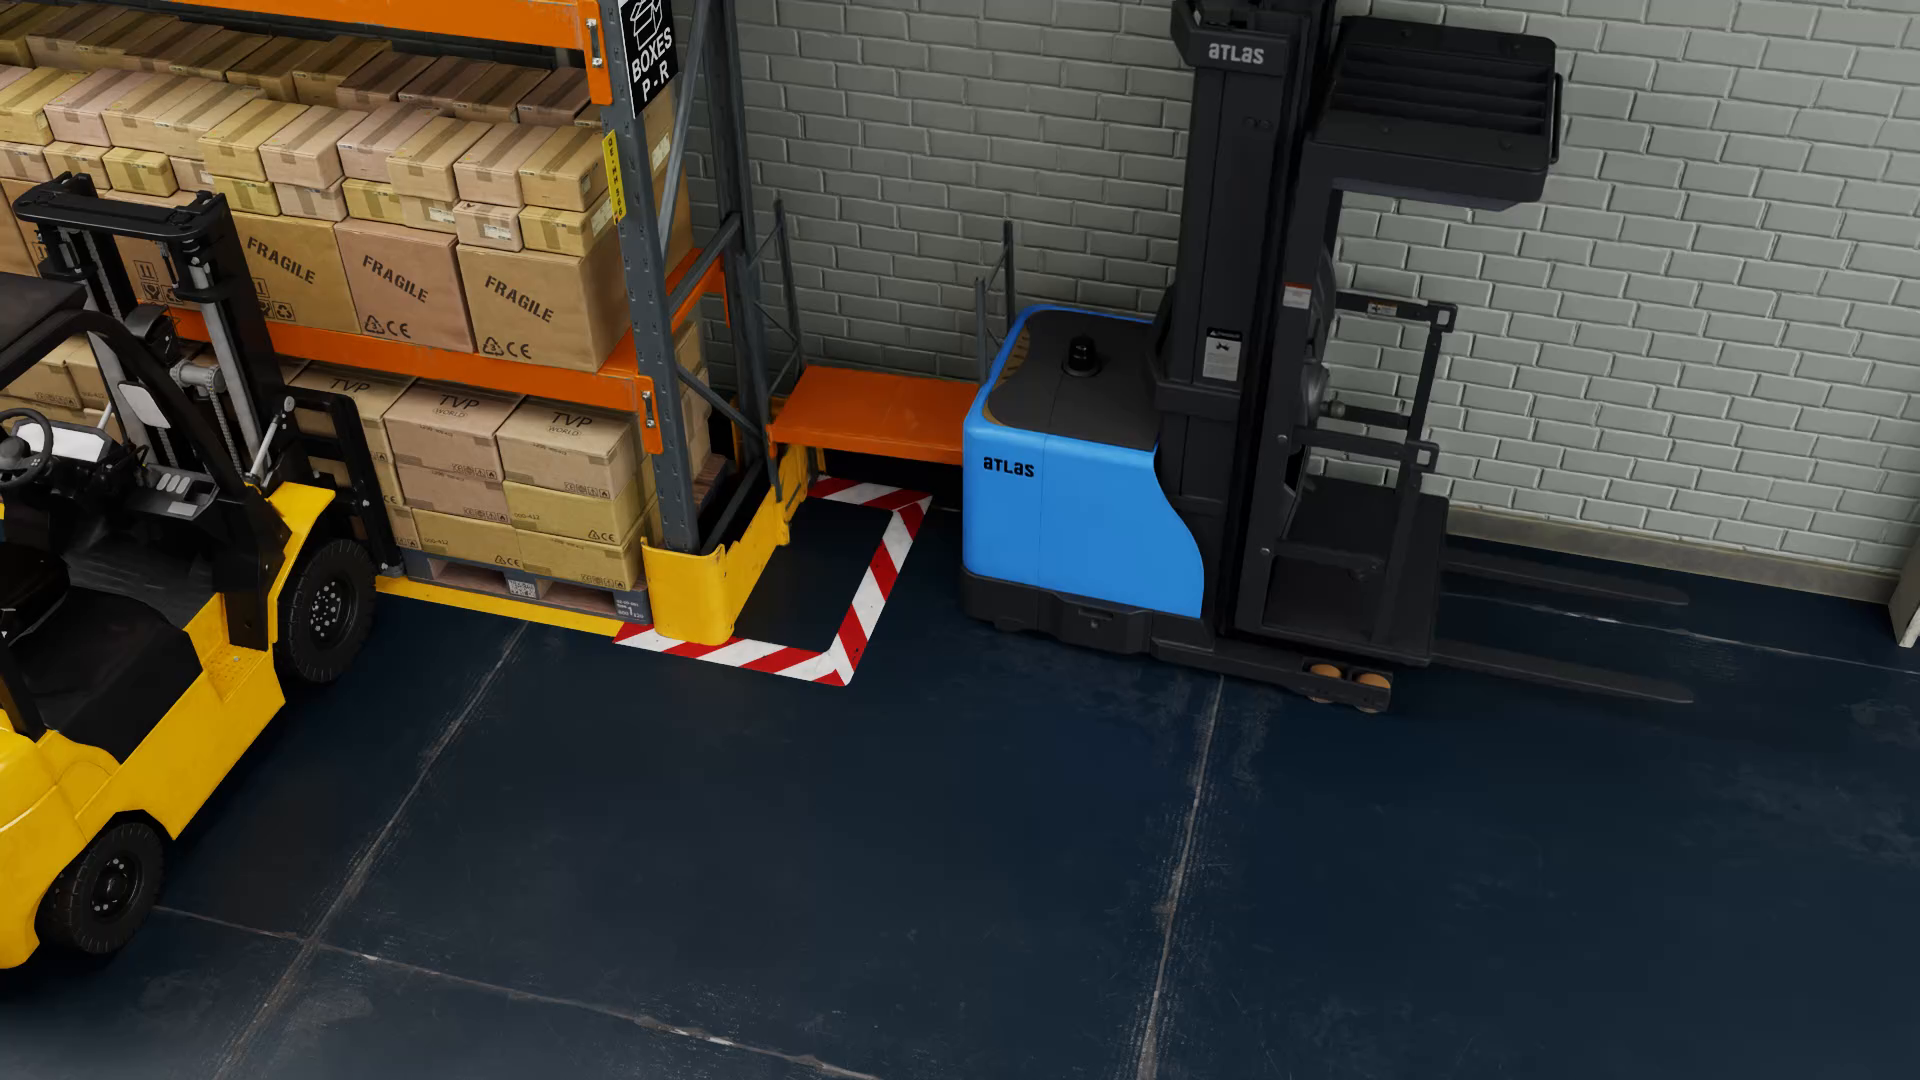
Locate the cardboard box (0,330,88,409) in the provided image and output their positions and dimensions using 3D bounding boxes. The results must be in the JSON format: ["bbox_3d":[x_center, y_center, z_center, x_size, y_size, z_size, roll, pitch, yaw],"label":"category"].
[{"bbox_3d":[-4.047,-0.865,7.482,0.500,0.250,0.500,10,41,11],"label":"cardboard box"}]

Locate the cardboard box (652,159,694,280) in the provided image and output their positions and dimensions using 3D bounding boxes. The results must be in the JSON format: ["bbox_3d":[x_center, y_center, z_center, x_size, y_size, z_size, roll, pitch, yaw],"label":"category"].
[{"bbox_3d":[-1.467,-1.369,6.970,0.500,0.500,0.500,11,41,13],"label":"cardboard box"}]

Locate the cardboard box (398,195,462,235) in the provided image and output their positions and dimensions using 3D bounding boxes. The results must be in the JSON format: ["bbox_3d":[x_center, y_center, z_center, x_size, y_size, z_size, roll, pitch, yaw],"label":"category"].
[{"bbox_3d":[-1.957,-1.351,6.445,0.250,0.149,0.380,10,41,12],"label":"cardboard box"}]

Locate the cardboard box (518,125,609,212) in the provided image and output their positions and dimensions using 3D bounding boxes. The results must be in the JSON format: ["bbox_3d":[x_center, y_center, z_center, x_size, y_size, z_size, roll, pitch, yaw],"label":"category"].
[{"bbox_3d":[-1.461,-1.405,6.277,0.250,0.149,0.380,10,41,12],"label":"cardboard box"}]

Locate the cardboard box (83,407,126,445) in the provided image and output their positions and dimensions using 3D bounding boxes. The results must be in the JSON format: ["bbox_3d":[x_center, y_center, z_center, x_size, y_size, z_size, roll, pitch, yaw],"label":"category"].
[{"bbox_3d":[-3.567,-0.595,7.549,0.500,0.250,0.500,9,41,11],"label":"cardboard box"}]

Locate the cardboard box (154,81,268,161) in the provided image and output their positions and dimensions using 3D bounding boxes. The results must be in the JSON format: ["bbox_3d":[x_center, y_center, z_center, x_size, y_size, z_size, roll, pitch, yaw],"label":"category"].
[{"bbox_3d":[-2.944,-1.656,6.577,0.250,0.149,0.380,10,41,12],"label":"cardboard box"}]

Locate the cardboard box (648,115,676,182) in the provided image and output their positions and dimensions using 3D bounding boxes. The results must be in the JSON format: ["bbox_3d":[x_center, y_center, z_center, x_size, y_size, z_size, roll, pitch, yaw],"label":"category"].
[{"bbox_3d":[-1.321,-1.580,6.717,0.250,0.149,0.380,9,41,10],"label":"cardboard box"}]

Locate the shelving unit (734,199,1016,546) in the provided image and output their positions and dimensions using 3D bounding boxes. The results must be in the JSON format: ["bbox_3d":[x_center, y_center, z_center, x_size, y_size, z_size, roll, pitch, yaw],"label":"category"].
[{"bbox_3d":[-0.323,-0.669,7.336,1.083,1.500,0.587,8,41,14],"label":"shelving unit"}]

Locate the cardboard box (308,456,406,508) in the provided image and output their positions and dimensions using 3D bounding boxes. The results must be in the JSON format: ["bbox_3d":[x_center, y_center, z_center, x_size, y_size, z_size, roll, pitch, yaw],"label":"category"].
[{"bbox_3d":[-2.597,-0.425,7.346,0.500,0.250,0.500,9,41,10],"label":"cardboard box"}]

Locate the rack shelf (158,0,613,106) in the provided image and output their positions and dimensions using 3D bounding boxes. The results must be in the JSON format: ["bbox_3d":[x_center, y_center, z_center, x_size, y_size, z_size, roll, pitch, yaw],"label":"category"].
[{"bbox_3d":[-2.992,-2.282,6.361,4.000,0.370,1.077,10,41,11],"label":"rack shelf"}]

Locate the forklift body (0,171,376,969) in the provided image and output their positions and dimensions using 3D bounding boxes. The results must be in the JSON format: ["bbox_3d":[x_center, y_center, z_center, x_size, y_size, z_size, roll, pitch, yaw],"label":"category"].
[{"bbox_3d":[-3.364,0.067,5.997,1.214,2.155,2.313,10,41,11],"label":"forklift body"}]

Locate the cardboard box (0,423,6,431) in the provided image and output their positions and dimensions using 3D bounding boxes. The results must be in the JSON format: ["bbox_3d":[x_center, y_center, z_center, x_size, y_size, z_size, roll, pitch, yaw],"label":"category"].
[{"bbox_3d":[-4.537,-0.768,7.755,0.500,0.250,0.500,10,41,11],"label":"cardboard box"}]

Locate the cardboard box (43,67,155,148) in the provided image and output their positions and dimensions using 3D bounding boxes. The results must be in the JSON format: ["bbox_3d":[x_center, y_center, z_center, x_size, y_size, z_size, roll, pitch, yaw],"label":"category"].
[{"bbox_3d":[-3.428,-1.739,6.675,0.250,0.149,0.380,10,41,11],"label":"cardboard box"}]

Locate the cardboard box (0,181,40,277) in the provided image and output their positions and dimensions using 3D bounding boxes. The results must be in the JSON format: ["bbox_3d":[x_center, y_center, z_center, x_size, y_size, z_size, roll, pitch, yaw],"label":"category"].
[{"bbox_3d":[-4.056,-1.467,7.086,0.500,0.500,0.500,10,41,12],"label":"cardboard box"}]

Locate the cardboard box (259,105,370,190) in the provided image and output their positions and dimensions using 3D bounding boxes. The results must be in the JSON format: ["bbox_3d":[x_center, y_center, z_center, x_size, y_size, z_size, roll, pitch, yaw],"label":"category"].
[{"bbox_3d":[-2.469,-1.515,6.409,0.250,0.149,0.380,11,41,13],"label":"cardboard box"}]

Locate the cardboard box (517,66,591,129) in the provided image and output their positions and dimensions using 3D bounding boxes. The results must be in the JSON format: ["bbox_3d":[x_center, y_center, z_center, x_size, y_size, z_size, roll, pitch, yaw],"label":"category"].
[{"bbox_3d":[-1.570,-1.748,6.686,0.250,0.149,0.380,11,41,13],"label":"cardboard box"}]

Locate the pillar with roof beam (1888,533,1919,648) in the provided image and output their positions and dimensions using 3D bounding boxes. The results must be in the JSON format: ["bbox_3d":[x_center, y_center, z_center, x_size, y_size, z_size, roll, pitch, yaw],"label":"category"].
[{"bbox_3d":[3.183,-0.377,1.202,0.400,9.000,9.100,10,41,11],"label":"pillar with roof beam"}]

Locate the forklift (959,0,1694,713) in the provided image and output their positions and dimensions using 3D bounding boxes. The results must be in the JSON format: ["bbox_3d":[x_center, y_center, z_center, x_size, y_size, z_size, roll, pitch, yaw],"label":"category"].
[{"bbox_3d":[1.573,-0.790,6.411,3.031,2.935,1.130,11,41,13],"label":"forklift"}]

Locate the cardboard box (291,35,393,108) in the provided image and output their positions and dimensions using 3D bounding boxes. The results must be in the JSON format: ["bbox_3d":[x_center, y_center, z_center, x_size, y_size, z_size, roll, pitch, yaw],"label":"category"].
[{"bbox_3d":[-2.557,-1.948,6.924,0.250,0.149,0.380,9,41,10],"label":"cardboard box"}]

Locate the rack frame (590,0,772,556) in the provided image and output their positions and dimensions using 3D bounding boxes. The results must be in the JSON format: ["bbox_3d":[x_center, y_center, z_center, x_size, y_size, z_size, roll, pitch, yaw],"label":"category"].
[{"bbox_3d":[-1.060,-1.076,6.699,0.127,3.000,1.000,10,41,11],"label":"rack frame"}]

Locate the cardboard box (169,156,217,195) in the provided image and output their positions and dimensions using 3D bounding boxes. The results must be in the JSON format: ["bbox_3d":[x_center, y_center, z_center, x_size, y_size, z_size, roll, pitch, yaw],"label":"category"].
[{"bbox_3d":[-2.931,-1.542,6.671,0.250,0.149,0.380,10,41,11],"label":"cardboard box"}]

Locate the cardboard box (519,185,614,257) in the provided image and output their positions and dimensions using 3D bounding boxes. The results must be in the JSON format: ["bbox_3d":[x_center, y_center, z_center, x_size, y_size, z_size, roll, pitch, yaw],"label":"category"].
[{"bbox_3d":[-1.468,-1.246,6.319,0.250,0.149,0.380,10,41,12],"label":"cardboard box"}]

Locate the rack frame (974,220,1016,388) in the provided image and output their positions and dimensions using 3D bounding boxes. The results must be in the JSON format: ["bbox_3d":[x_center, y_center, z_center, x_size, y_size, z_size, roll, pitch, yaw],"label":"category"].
[{"bbox_3d":[0.175,-0.600,7.214,0.032,1.500,0.500,8,41,14],"label":"rack frame"}]

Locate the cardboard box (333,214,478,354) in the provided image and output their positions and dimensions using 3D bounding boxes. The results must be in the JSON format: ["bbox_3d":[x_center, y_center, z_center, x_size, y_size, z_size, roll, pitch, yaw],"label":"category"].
[{"bbox_3d":[-2.102,-1.125,6.679,0.500,0.500,0.500,11,41,13],"label":"cardboard box"}]

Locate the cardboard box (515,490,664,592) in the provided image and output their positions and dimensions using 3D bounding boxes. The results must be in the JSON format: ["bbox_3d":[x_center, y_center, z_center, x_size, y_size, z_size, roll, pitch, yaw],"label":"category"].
[{"bbox_3d":[-1.596,-0.066,7.307,0.500,0.250,0.500,10,41,12],"label":"cardboard box"}]

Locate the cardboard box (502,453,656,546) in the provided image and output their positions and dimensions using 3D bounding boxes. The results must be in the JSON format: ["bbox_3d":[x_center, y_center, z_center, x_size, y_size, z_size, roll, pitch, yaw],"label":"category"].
[{"bbox_3d":[-1.611,-0.262,7.152,0.500,0.250,0.500,9,41,11],"label":"cardboard box"}]

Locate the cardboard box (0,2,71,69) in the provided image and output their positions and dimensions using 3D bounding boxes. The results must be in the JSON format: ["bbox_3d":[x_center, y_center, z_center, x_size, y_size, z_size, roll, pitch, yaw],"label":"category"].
[{"bbox_3d":[-4.047,-2.173,7.192,0.250,0.149,0.380,9,41,11],"label":"cardboard box"}]

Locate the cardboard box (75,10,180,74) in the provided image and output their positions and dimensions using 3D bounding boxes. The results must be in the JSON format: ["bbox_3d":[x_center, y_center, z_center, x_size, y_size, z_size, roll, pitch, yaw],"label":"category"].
[{"bbox_3d":[-3.544,-2.115,7.122,0.250,0.149,0.380,9,41,11],"label":"cardboard box"}]

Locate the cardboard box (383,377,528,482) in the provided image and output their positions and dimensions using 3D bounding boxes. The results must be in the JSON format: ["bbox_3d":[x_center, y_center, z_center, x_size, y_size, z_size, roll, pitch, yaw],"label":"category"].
[{"bbox_3d":[-2.081,-0.531,7.083,0.500,0.250,0.500,10,41,12],"label":"cardboard box"}]

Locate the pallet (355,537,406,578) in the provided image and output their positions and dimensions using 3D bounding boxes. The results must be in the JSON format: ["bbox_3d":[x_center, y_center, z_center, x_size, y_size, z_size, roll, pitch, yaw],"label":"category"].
[{"bbox_3d":[-2.985,-0.313,7.959,1.213,0.211,1.003,10,41,11],"label":"pallet"}]

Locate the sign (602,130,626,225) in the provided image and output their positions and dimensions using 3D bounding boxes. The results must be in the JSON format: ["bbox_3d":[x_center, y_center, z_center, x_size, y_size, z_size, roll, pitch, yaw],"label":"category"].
[{"bbox_3d":[-1.214,-1.275,5.851,0.005,0.325,0.100,10,41,11],"label":"sign"}]

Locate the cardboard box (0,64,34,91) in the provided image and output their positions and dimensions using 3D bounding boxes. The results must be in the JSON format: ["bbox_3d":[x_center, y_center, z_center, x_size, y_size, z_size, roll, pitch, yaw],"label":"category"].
[{"bbox_3d":[-3.946,-1.773,6.716,0.250,0.149,0.380,11,41,12],"label":"cardboard box"}]

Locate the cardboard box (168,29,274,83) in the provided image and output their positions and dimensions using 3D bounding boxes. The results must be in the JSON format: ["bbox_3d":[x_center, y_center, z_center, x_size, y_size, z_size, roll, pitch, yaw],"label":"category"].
[{"bbox_3d":[-3.073,-1.982,6.964,0.250,0.149,0.380,11,41,13],"label":"cardboard box"}]

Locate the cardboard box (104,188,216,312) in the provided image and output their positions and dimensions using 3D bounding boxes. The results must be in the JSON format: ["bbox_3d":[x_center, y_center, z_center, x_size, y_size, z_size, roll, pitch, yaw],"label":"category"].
[{"bbox_3d":[-3.086,-1.287,6.872,0.500,0.500,0.500,10,41,12],"label":"cardboard box"}]

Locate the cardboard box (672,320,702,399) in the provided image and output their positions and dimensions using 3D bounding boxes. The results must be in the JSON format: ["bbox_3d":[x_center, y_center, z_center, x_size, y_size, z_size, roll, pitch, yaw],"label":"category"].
[{"bbox_3d":[-1.476,-0.764,7.361,0.500,0.250,0.500,9,41,11],"label":"cardboard box"}]

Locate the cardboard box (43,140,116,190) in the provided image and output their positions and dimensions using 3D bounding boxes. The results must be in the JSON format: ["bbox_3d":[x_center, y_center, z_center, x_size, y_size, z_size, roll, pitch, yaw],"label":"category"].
[{"bbox_3d":[-3.455,-1.580,6.717,0.250,0.149,0.380,9,41,10],"label":"cardboard box"}]

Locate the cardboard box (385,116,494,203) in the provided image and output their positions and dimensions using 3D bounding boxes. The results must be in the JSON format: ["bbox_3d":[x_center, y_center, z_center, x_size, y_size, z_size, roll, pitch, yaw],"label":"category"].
[{"bbox_3d":[-1.967,-1.453,6.335,0.250,0.149,0.380,11,41,12],"label":"cardboard box"}]

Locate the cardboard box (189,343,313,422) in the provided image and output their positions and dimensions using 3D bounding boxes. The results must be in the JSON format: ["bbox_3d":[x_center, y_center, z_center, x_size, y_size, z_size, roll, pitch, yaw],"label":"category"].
[{"bbox_3d":[-3.058,-0.697,7.282,0.500,0.250,0.500,9,41,11],"label":"cardboard box"}]

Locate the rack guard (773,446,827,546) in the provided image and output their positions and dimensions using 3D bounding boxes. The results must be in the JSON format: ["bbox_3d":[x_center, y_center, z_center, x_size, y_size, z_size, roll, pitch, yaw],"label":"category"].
[{"bbox_3d":[-0.771,-0.256,7.854,0.087,0.250,0.587,8,41,14],"label":"rack guard"}]

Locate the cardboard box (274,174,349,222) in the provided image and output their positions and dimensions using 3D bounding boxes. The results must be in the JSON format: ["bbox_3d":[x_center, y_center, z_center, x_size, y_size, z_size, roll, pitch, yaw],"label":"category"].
[{"bbox_3d":[-2.464,-1.415,6.520,0.250,0.149,0.380,9,41,10],"label":"cardboard box"}]

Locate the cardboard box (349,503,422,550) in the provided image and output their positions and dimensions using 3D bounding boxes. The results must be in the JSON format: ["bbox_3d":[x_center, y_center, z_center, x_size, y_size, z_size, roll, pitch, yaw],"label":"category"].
[{"bbox_3d":[-2.555,-0.243,7.518,0.500,0.250,0.500,10,41,12],"label":"cardboard box"}]

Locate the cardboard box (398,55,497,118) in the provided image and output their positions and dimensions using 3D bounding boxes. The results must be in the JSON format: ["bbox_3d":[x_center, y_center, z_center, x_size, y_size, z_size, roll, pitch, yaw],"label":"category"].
[{"bbox_3d":[-2.068,-1.815,6.765,0.250,0.149,0.380,10,41,12],"label":"cardboard box"}]
